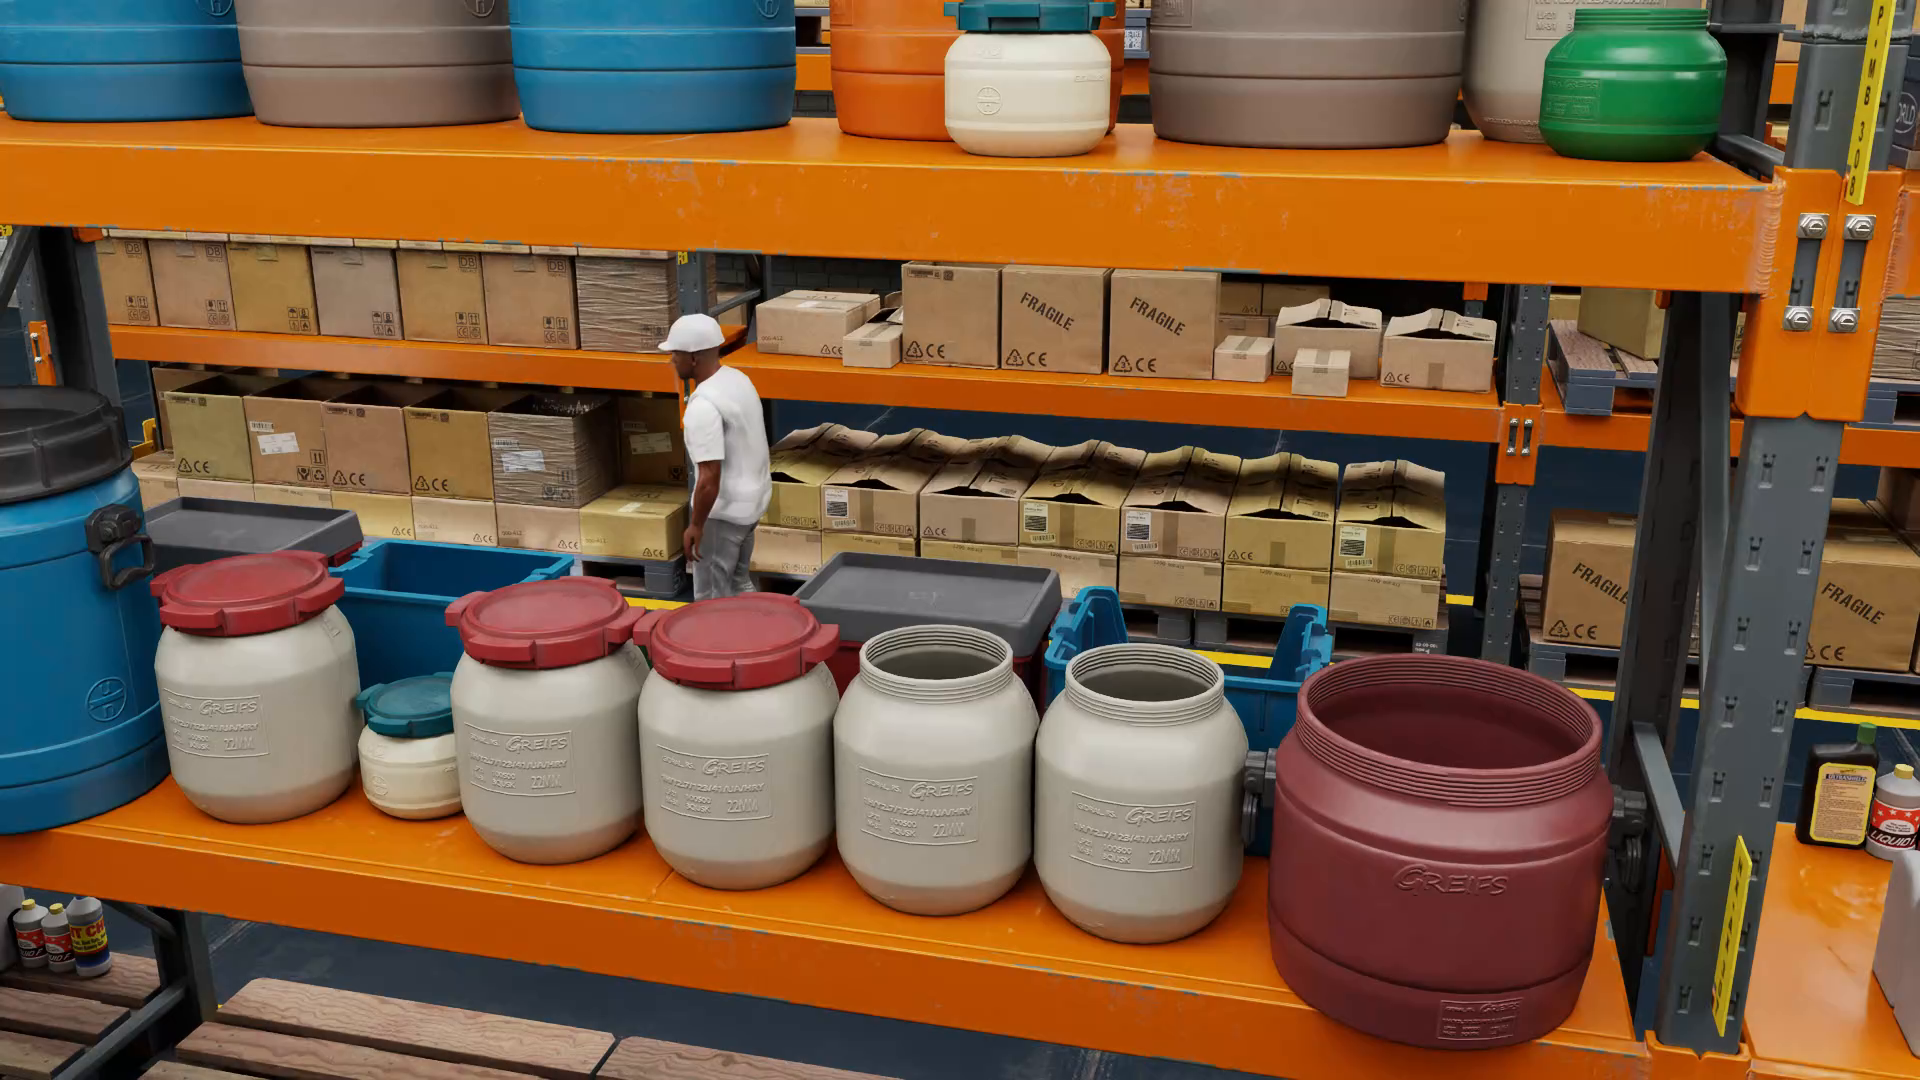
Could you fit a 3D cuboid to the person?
[{"bbox_3d":[-1.083,-0.144,7.467,0.454,1.761,0.635,4,18,11],"label":"person"}]
